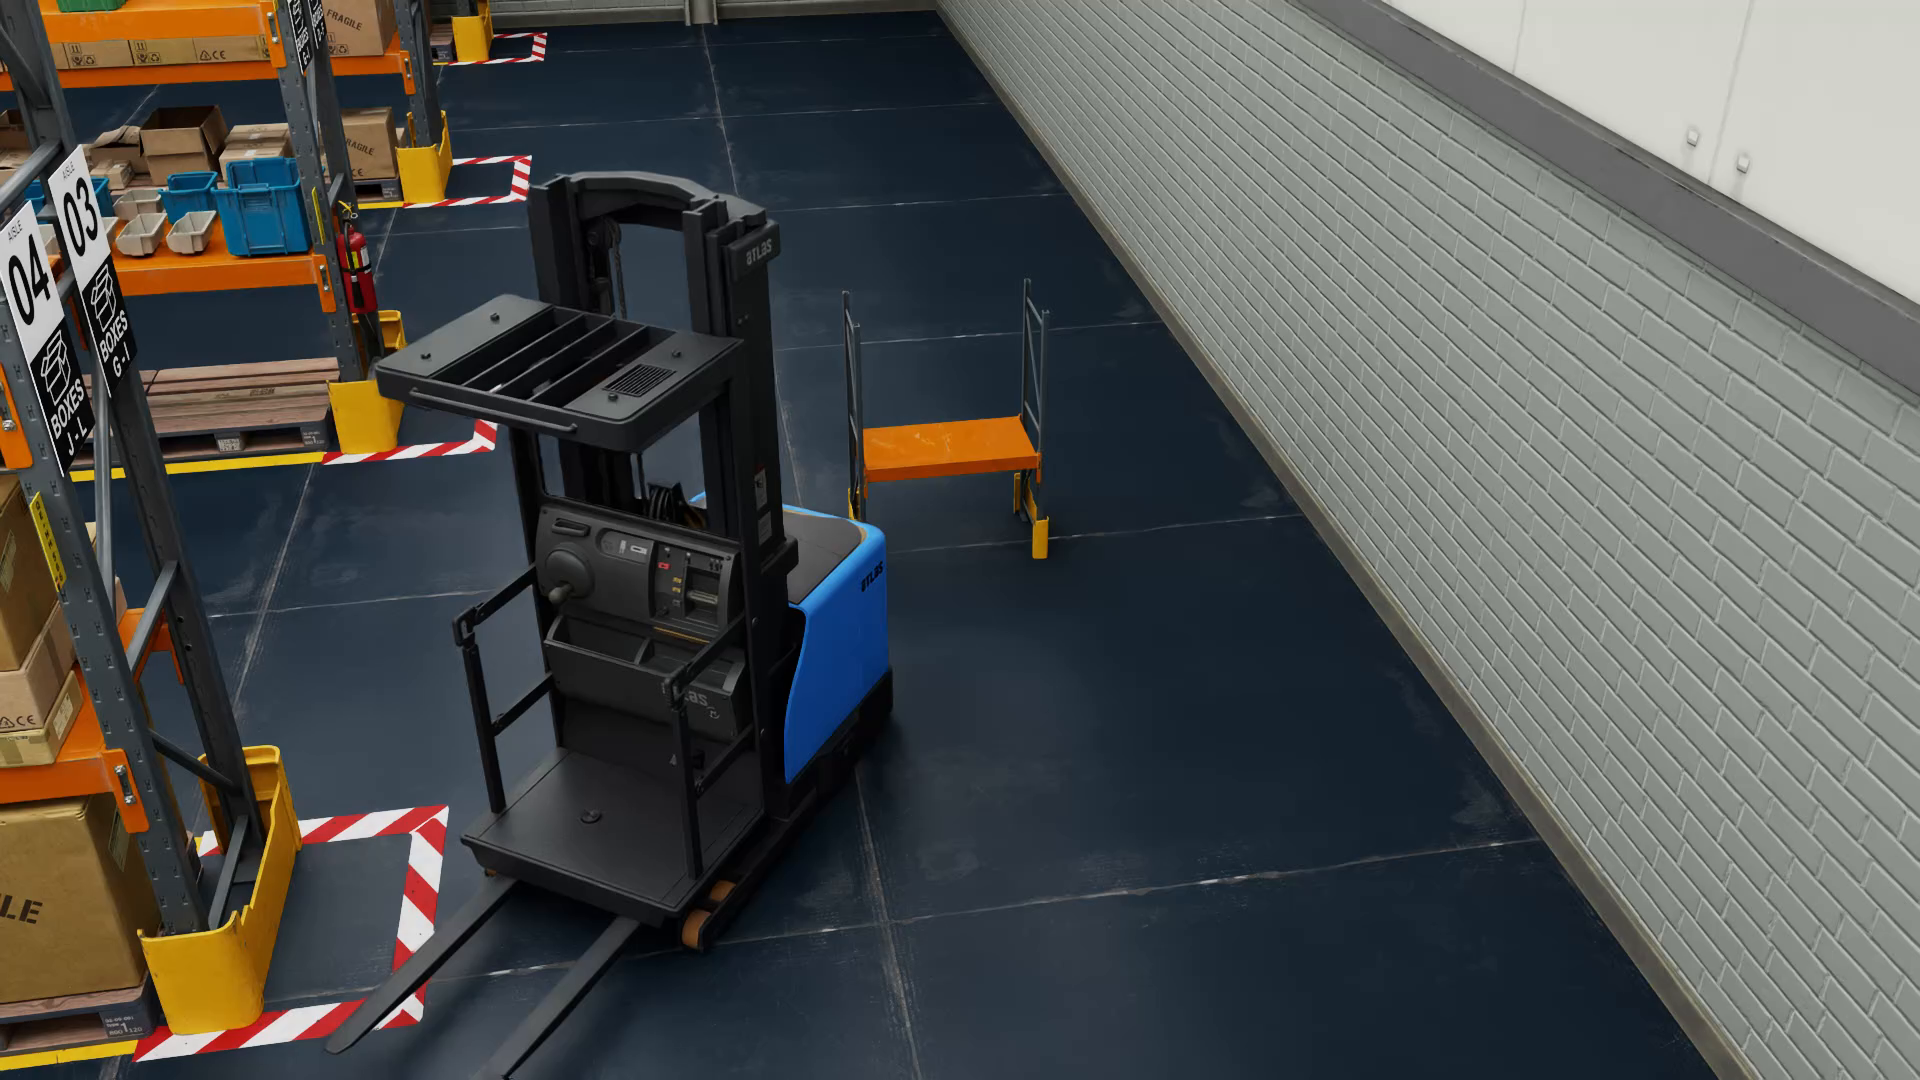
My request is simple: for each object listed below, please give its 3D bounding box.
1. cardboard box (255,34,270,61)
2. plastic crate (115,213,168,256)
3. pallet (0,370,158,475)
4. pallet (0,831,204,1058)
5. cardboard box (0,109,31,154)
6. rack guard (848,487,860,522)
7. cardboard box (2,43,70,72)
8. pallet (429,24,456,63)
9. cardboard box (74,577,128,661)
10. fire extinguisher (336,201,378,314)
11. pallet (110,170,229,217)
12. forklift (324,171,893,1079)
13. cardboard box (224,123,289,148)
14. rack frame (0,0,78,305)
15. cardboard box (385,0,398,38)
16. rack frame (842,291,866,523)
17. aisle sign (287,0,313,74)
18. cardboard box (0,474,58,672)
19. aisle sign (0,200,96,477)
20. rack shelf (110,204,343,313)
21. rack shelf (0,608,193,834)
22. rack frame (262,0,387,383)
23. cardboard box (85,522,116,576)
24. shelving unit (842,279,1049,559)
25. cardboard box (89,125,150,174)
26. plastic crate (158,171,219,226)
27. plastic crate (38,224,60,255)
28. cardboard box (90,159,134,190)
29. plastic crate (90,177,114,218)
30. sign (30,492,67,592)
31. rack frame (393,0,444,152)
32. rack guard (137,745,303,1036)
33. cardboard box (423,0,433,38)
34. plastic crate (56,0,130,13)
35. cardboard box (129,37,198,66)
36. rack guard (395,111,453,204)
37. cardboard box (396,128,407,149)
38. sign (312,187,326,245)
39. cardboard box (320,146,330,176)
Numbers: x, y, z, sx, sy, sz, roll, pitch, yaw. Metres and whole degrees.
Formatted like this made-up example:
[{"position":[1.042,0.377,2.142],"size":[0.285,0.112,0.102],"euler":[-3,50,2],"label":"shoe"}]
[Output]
[{"position":[-5.727,-4.421,14.210],"size":[0.500,0.500,0.500],"euler":[-5,31,-8],"label":"cardboard box"},{"position":[-4.994,-1.861,10.157],"size":[0.243,0.136,0.396],"euler":[-5,31,-9],"label":"plastic crate"},{"position":[-5.953,-0.766,10.844],"size":[1.213,0.211,1.003],"euler":[-5,31,-9],"label":"pallet"},{"position":[-3.817,1.650,6.735],"size":[1.213,0.211,1.003],"euler":[-5,31,-9],"label":"pallet"},{"position":[-8.251,-3.544,14.849],"size":[0.500,0.500,0.500],"euler":[-5,31,-9],"label":"cardboard box"},{"position":[-0.565,-0.055,9.597],"size":[0.087,0.250,0.587],"euler":[-5,31,-9],"label":"rack guard"},{"position":[-7.707,-4.240,13.903],"size":[0.500,0.500,0.500],"euler":[-5,31,-8],"label":"cardboard box"},{"position":[-6.494,-5.759,19.335],"size":[1.213,0.211,1.003],"euler":[-5,31,-9],"label":"pallet"},{"position":[-3.453,0.312,6.507],"size":[0.250,0.149,0.380],"euler":[-5,31,-8],"label":"cardboard box"},{"position":[-3.707,-1.726,10.171],"size":[0.183,0.674,0.296],"euler":[-5,31,-9],"label":"fire extinguisher"},{"position":[-6.882,-3.211,15.003],"size":[1.213,0.211,1.003],"euler":[-5,31,-9],"label":"pallet"},{"position":[-1.406,0.178,6.556],"size":[1.130,2.935,3.031],"euler":[13,33,21],"label":"forklift"},{"position":[-6.395,-3.608,15.205],"size":[0.500,0.250,0.500],"euler":[-5,31,-9],"label":"cardboard box"},{"position":[-3.045,-2.250,4.698],"size":[0.127,3.000,1.000],"euler":[-5,31,-9],"label":"rack frame"},{"position":[-5.309,-4.737,14.749],"size":[0.500,0.500,0.500],"euler":[-5,31,-8],"label":"cardboard box"},{"position":[-0.584,-0.592,9.278],"size":[0.032,1.500,0.500],"euler":[-5,31,-9],"label":"rack frame"},{"position":[-3.813,-3.114,9.522],"size":[0.004,0.787,0.394],"euler":[-5,31,-9],"label":"aisle sign"},{"position":[-3.477,0.125,5.693],"size":[0.500,0.500,0.500],"euler":[-5,31,-8],"label":"cardboard box"},{"position":[-2.920,-0.641,5.317],"size":[0.004,0.787,0.394],"euler":[-5,31,-9],"label":"aisle sign"},{"position":[-5.904,-1.640,10.290],"size":[4.000,0.370,1.077],"euler":[-5,31,-9],"label":"rack shelf"},{"position":[-5.012,0.829,6.091],"size":[4.000,0.370,1.077],"euler":[-5,31,-9],"label":"rack shelf"},{"position":[-3.937,-2.133,10.419],"size":[0.127,3.000,1.000],"euler":[-5,31,-9],"label":"rack frame"},{"position":[-3.566,0.182,6.336],"size":[0.500,0.250,0.500],"euler":[-6,31,-10],"label":"cardboard box"},{"position":[-0.075,-0.640,9.358],"size":[1.083,1.500,0.587],"euler":[-5,31,-9],"label":"shelving unit"},{"position":[-7.513,-3.531,15.014],"size":[0.500,0.311,0.500],"euler":[-5,31,-9],"label":"cardboard box"},{"position":[-4.887,-2.168,10.584],"size":[0.300,0.233,0.416],"euler":[-5,31,-9],"label":"plastic crate"},{"position":[-5.552,-1.788,10.032],"size":[0.250,0.136,0.298],"euler":[-5,31,-9],"label":"plastic crate"},{"position":[-7.459,-3.221,14.629],"size":[0.250,0.166,0.380],"euler":[-5,31,-9],"label":"cardboard box"},{"position":[-5.534,-2.108,10.482],"size":[0.300,0.233,0.416],"euler":[-5,31,-9],"label":"plastic crate"},{"position":[-2.961,0.007,5.403],"size":[0.005,0.325,0.100],"euler":[-5,31,-9],"label":"sign"},{"position":[-4.825,-4.603,14.619],"size":[0.127,3.000,1.000],"euler":[-5,31,-9],"label":"rack frame"},{"position":[-3.021,1.412,6.856],"size":[0.348,0.500,1.175],"euler":[-5,31,-9],"label":"rack guard"},{"position":[-6.392,-6.062,19.153],"size":[0.500,0.500,0.700],"euler":[-5,31,-9],"label":"cardboard box"},{"position":[-4.856,-3.102,9.317],"size":[0.336,0.188,0.450],"euler":[-5,31,-9],"label":"plastic crate"},{"position":[-6.714,-4.332,14.059],"size":[0.500,0.500,0.500],"euler":[-6,31,-10],"label":"cardboard box"},{"position":[-4.900,-3.519,15.241],"size":[0.348,0.500,1.175],"euler":[-5,31,-9],"label":"rack guard"},{"position":[-5.299,-3.697,15.457],"size":[0.250,0.149,0.380],"euler":[-5,31,-9],"label":"cardboard box"},{"position":[-3.822,-1.931,9.913],"size":[0.005,0.325,0.100],"euler":[-5,31,-9],"label":"sign"},{"position":[-5.730,-3.407,14.946],"size":[0.250,0.166,0.380],"euler":[-5,31,-9],"label":"cardboard box"}]
